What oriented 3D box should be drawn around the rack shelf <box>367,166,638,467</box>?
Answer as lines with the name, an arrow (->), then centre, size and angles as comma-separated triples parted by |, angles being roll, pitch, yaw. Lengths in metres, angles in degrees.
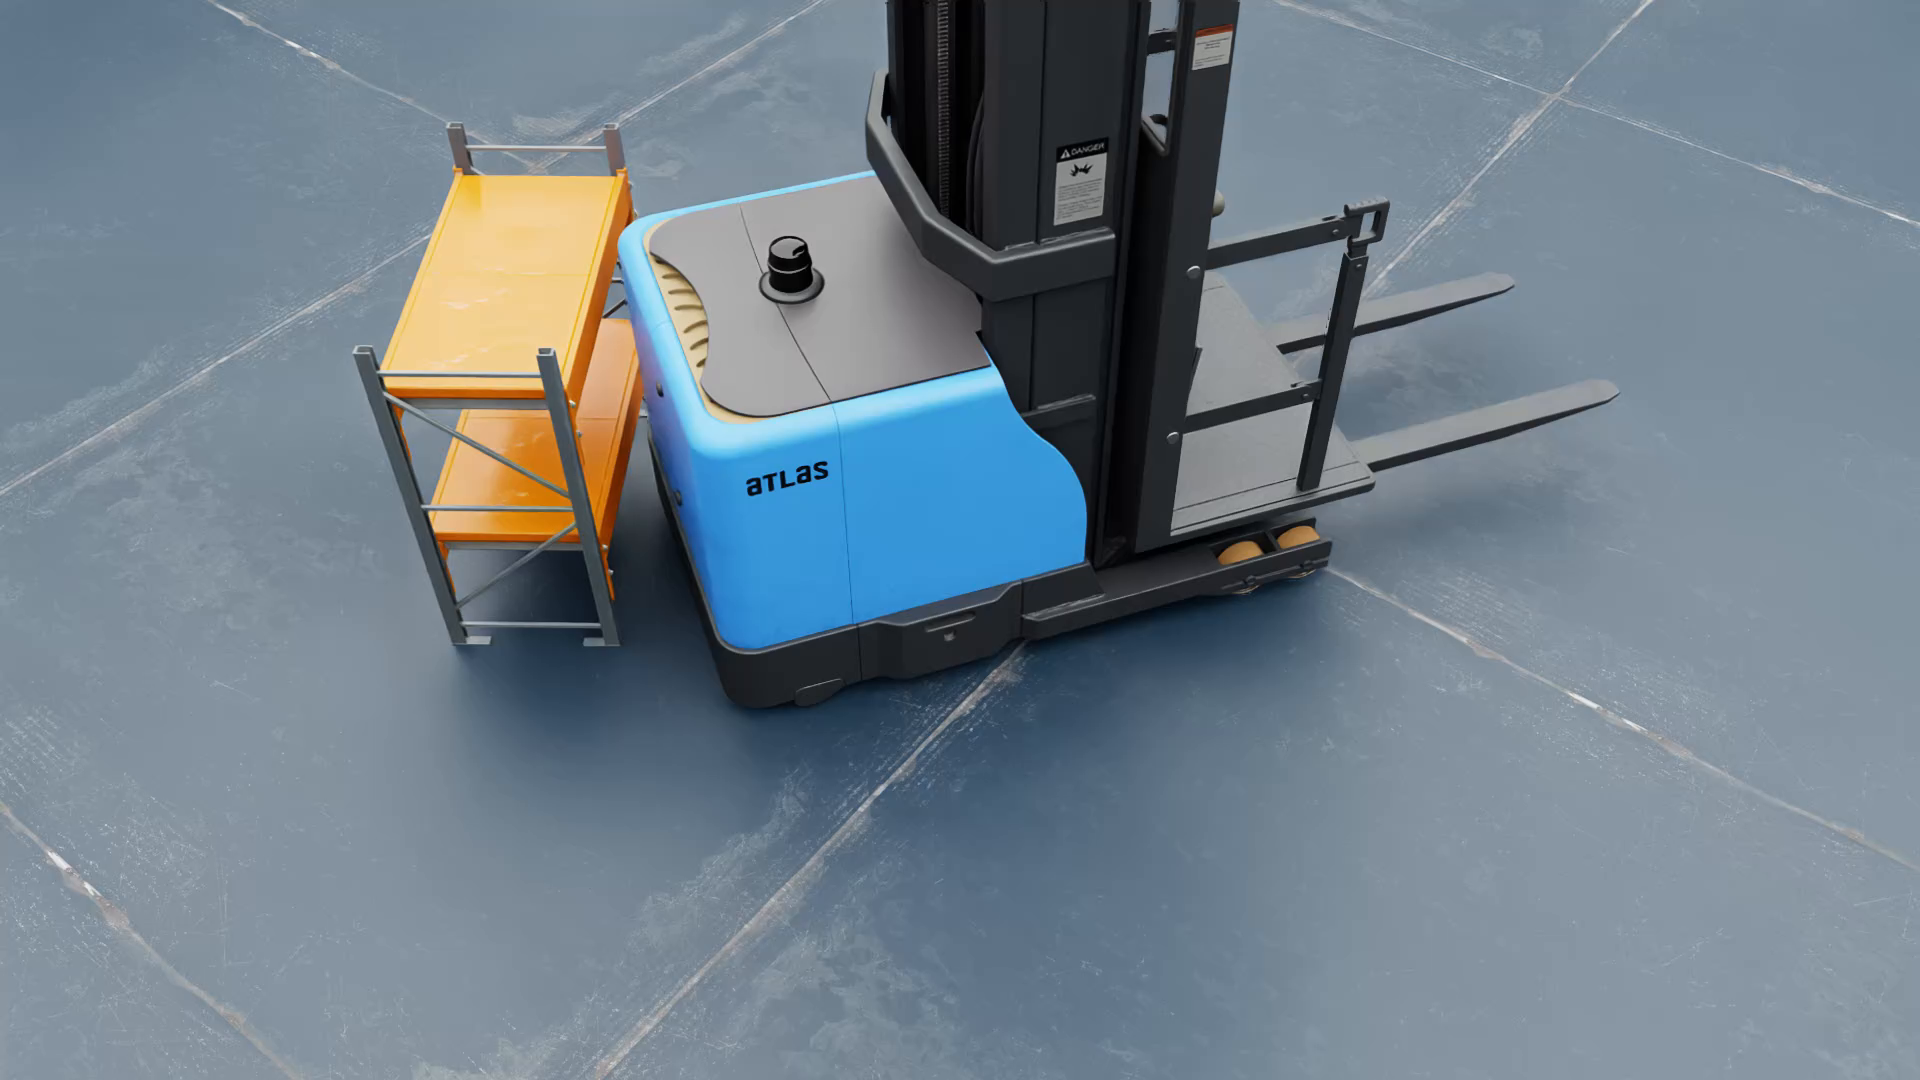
rack shelf -> -1.254, -0.654, 4.691 | 0.538, 0.278, 1.000 | 1, 46, 1

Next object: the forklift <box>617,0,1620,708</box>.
forklift -> 0.608, -1.193, 4.363 | 3.031, 2.935, 1.130 | -15, 48, -14

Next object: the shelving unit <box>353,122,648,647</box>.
shelving unit -> -1.254, -0.451, 4.903 | 0.538, 1.125, 1.048 | 1, 46, 1

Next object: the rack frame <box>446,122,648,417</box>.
rack frame -> -1.246, -0.819, 5.254 | 0.500, 1.125, 0.032 | 1, 46, 1

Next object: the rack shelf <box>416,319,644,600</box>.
rack shelf -> -1.253, -0.282, 5.080 | 0.538, 0.278, 1.000 | 1, 46, 1

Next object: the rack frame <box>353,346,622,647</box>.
rack frame -> -1.261, -0.084, 4.552 | 0.500, 1.125, 0.032 | 1, 46, 1
